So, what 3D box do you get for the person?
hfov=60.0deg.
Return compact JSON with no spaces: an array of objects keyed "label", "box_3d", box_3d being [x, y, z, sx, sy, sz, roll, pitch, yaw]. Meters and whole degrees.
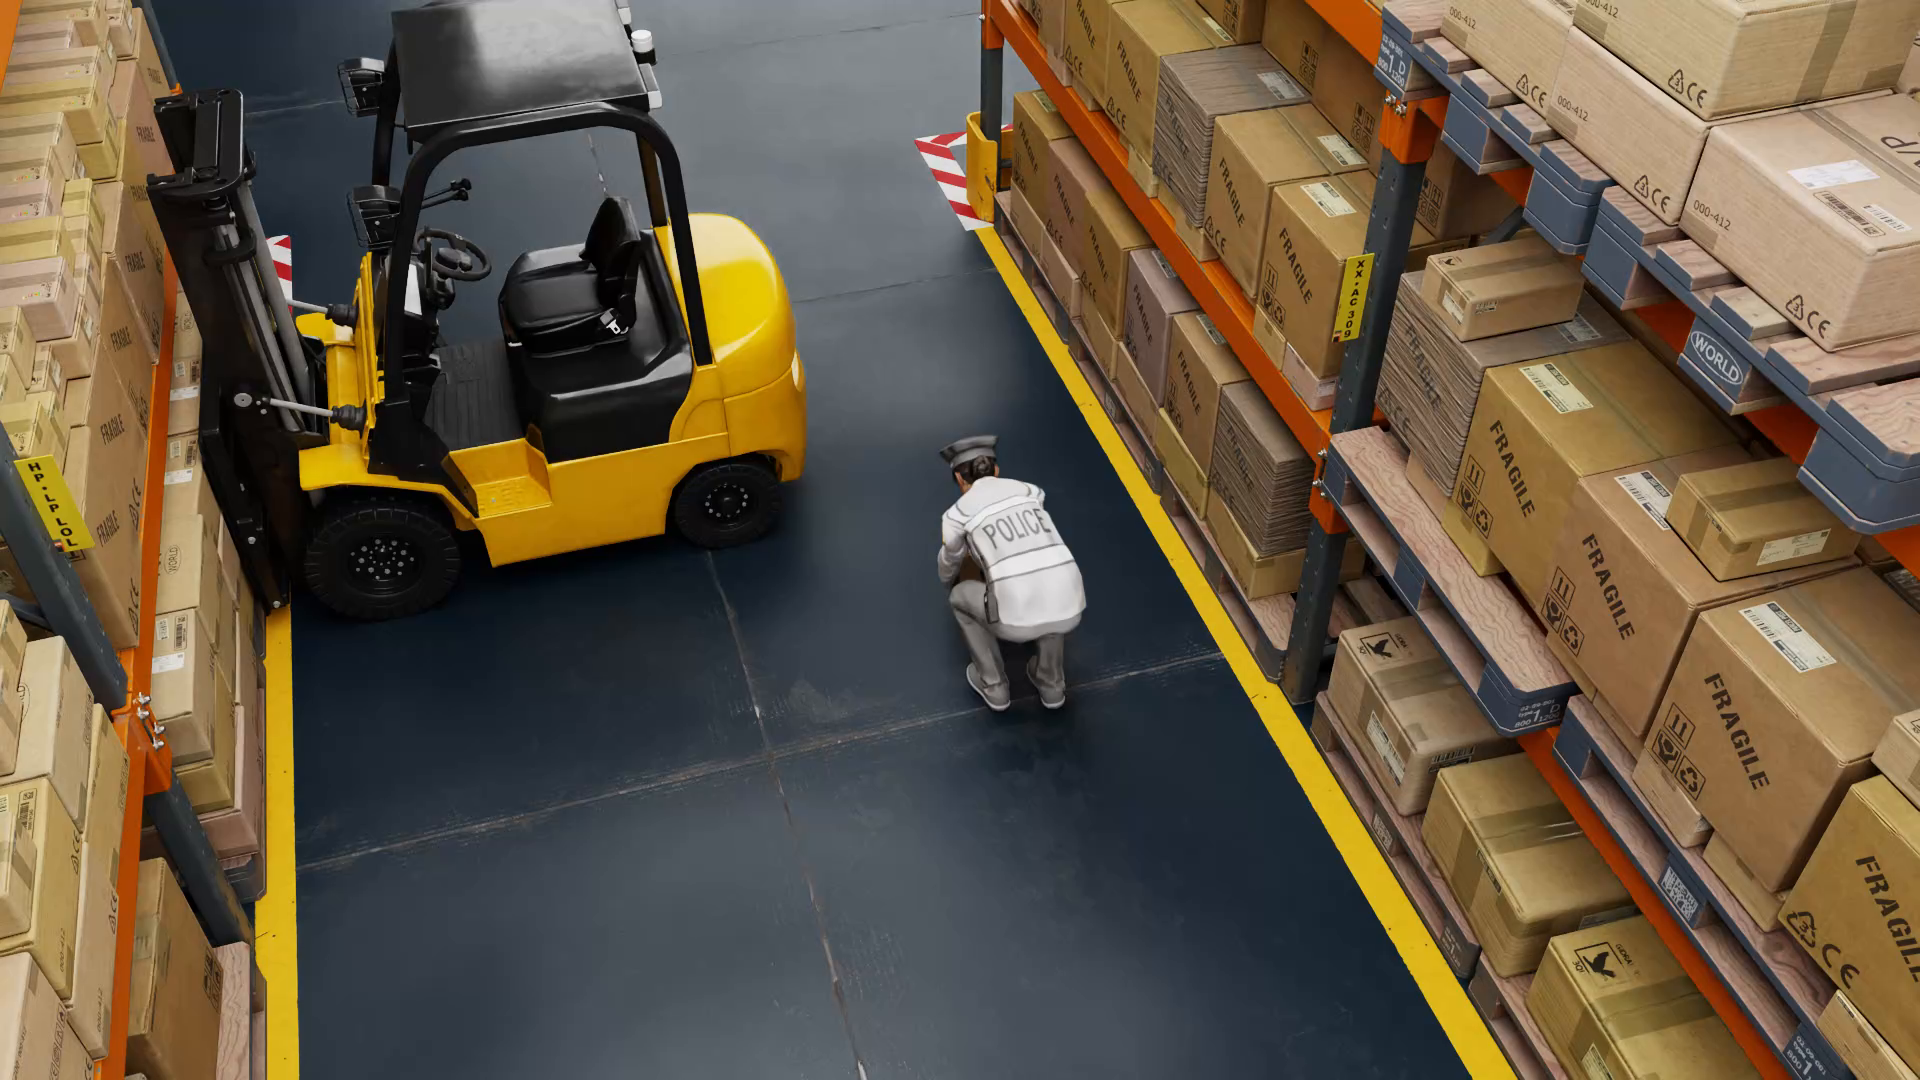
[{"label":"person","box_3d":[0.179,0.153,6.504,0.456,0.979,0.911,-14,44,-14]}]
